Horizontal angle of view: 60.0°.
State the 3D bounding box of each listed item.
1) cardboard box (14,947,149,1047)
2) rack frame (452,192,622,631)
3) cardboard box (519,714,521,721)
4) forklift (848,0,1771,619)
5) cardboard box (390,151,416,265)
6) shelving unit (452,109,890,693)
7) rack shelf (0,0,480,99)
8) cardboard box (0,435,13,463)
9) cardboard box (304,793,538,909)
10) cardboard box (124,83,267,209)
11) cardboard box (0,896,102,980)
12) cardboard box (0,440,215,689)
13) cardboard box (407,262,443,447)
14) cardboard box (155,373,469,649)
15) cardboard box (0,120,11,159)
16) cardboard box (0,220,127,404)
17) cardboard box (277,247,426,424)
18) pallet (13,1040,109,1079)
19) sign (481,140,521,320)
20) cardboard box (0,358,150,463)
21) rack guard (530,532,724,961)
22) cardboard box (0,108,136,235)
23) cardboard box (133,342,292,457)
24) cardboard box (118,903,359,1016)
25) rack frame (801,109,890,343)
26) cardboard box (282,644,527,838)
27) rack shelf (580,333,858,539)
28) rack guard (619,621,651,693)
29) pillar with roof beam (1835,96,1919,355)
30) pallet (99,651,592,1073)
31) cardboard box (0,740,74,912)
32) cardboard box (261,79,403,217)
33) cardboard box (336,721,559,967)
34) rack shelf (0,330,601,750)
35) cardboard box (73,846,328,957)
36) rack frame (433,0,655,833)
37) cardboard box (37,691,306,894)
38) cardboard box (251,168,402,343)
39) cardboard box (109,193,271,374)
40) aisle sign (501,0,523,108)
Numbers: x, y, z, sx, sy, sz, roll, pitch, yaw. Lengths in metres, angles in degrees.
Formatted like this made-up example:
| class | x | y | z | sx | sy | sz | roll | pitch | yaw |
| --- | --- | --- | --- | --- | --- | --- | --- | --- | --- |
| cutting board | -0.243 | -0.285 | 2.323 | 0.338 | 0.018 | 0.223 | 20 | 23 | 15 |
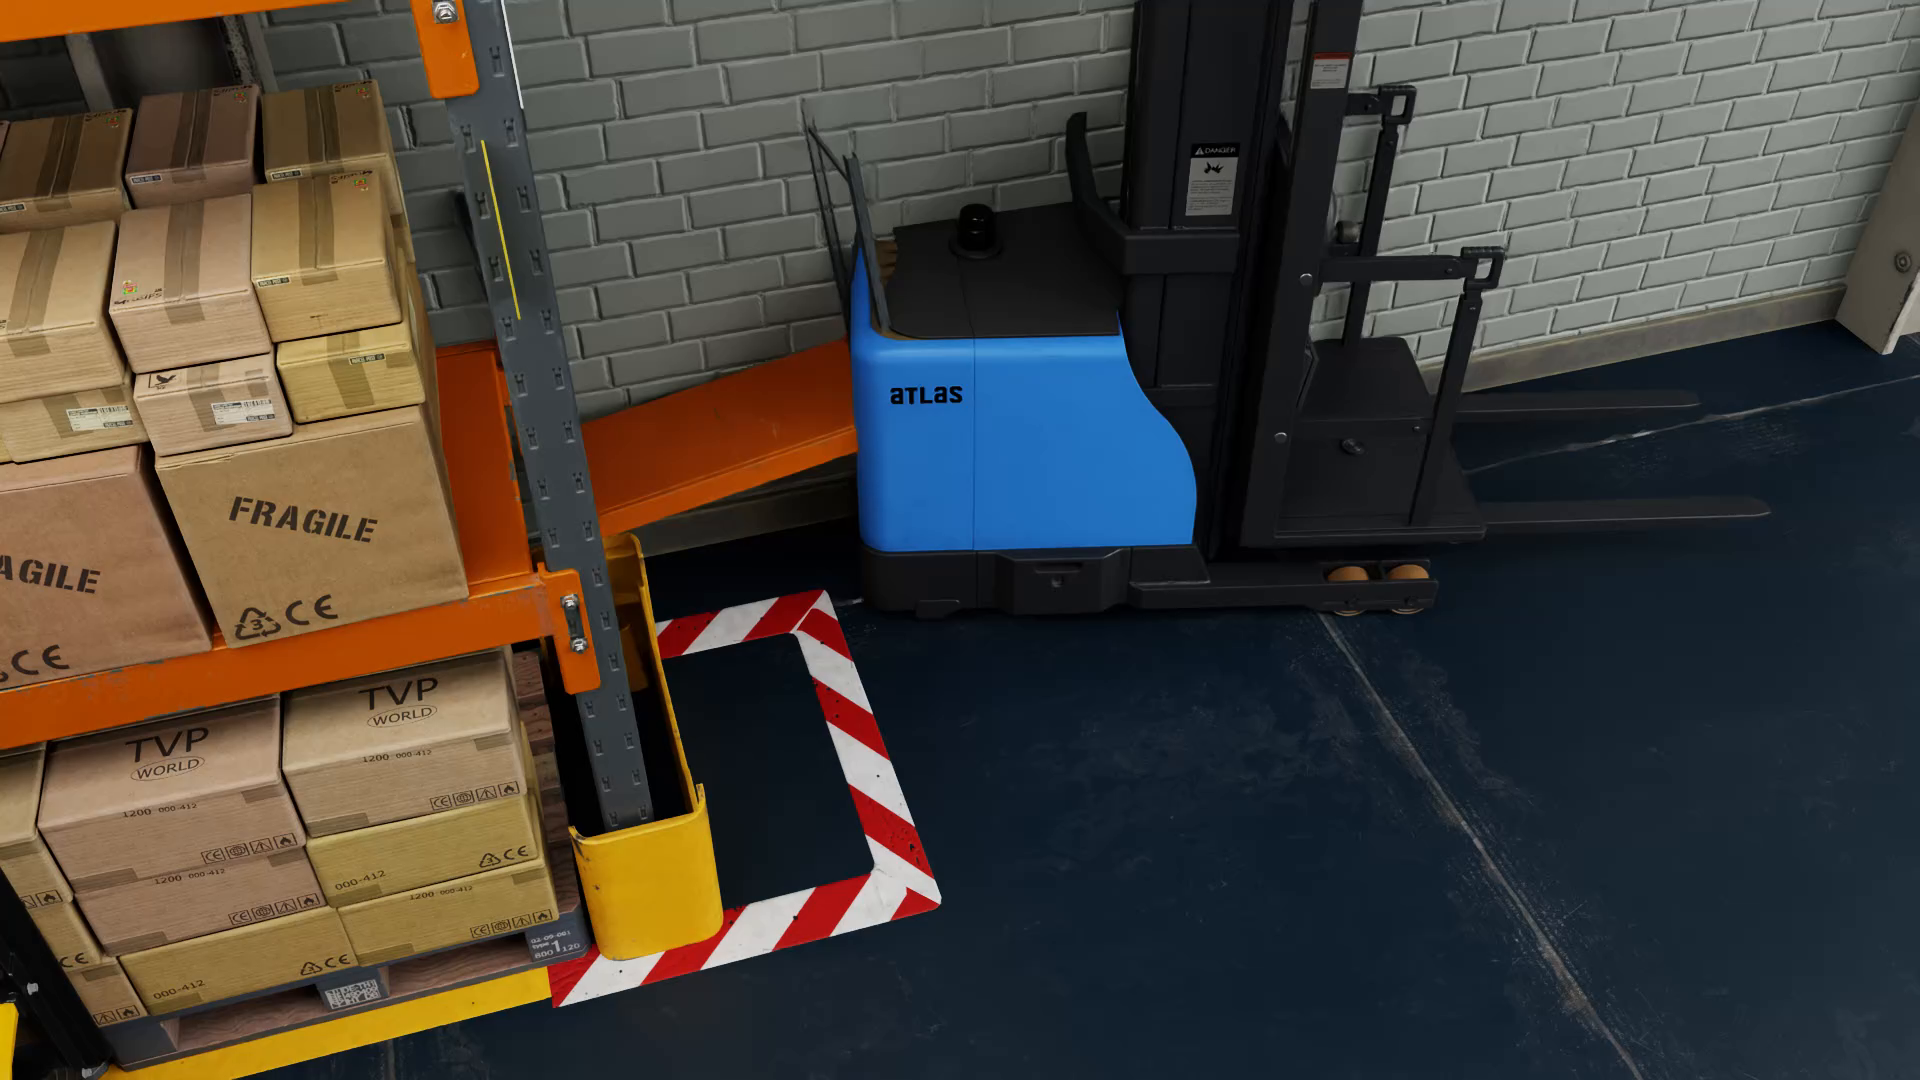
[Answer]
| class | x | y | z | sx | sy | sz | roll | pitch | yaw |
| --- | --- | --- | --- | --- | --- | --- | --- | --- | --- |
| cardboard box | -2.304 | 0.969 | 4.132 | 0.500 | 0.250 | 0.500 | -11 | 42 | -13 |
| rack frame | -1.213 | -0.262 | 4.943 | 0.032 | 1.500 | 0.500 | -20 | 41 | -11 |
| cardboard box | -1.521 | 0.466 | 4.707 | 0.500 | 0.250 | 0.500 | -12 | 42 | -13 |
| forklift | 1.165 | -1.204 | 4.900 | 3.031 | 2.935 | 1.130 | -2 | 41 | -2 |
| cardboard box | -1.395 | -0.763 | 3.774 | 0.250 | 0.149 | 0.380 | -13 | 43 | -14 |
| shelving unit | -0.752 | -0.427 | 5.039 | 1.083 | 1.500 | 0.587 | -20 | 41 | -11 |
| rack shelf | -2.901 | -0.849 | 2.708 | 4.000 | 0.370 | 1.077 | -12 | 42 | -13 |
| cardboard box | -1.981 | -0.299 | 3.243 | 0.250 | 0.149 | 0.380 | -12 | 43 | -13 |
| cardboard box | -1.364 | 0.596 | 4.178 | 0.500 | 0.250 | 0.500 | -12 | 43 | -14 |
| cardboard box | -1.651 | -0.834 | 3.629 | 0.250 | 0.149 | 0.380 | -10 | 42 | -12 |
| cardboard box | -2.332 | 0.804 | 3.941 | 0.500 | 0.250 | 0.500 | -13 | 43 | -14 |
| cardboard box | -1.882 | -0.064 | 3.468 | 0.500 | 0.500 | 0.500 | -10 | 42 | -12 |
| cardboard box | -1.550 | -0.499 | 3.966 | 0.500 | 0.500 | 0.500 | -10 | 42 | -12 |
| cardboard box | -1.384 | -0.161 | 3.578 | 0.500 | 0.500 | 0.500 | -13 | 43 | -14 |
| cardboard box | -2.126 | -0.716 | 3.494 | 0.250 | 0.149 | 0.380 | -11 | 42 | -13 |
| cardboard box | -1.739 | -0.439 | 3.178 | 0.250 | 0.149 | 0.380 | -11 | 42 | -12 |
| cardboard box | -1.240 | -0.423 | 3.385 | 0.250 | 0.149 | 0.380 | -11 | 42 | -12 |
| pallet | -2.872 | 1.081 | 4.352 | 1.213 | 0.211 | 1.003 | -12 | 42 | -13 |
| sign | -0.844 | -0.567 | 3.059 | 0.005 | 0.325 | 0.100 | -12 | 42 | -13 |
| cardboard box | -1.741 | -0.341 | 3.291 | 0.250 | 0.149 | 0.380 | -11 | 42 | -12 |
| rack guard | -0.971 | 0.551 | 4.739 | 0.348 | 0.500 | 1.175 | -12 | 42 | -13 |
| cardboard box | -1.885 | -0.755 | 3.540 | 0.250 | 0.149 | 0.380 | -11 | 42 | -12 |
| cardboard box | -1.475 | -0.354 | 3.306 | 0.250 | 0.149 | 0.380 | -11 | 42 | -12 |
| cardboard box | -1.824 | 0.876 | 4.239 | 0.500 | 0.250 | 0.500 | -12 | 42 | -13 |
| rack frame | -0.274 | -0.599 | 5.139 | 0.032 | 1.500 | 0.500 | -20 | 41 | -11 |
| cardboard box | -1.339 | 0.402 | 4.020 | 0.500 | 0.250 | 0.500 | -10 | 42 | -12 |
| rack shelf | -0.719 | -0.294 | 5.156 | 1.000 | 0.185 | 0.538 | -20 | 41 | -11 |
| rack guard | -1.126 | 0.211 | 5.343 | 0.087 | 0.250 | 0.587 | -20 | 41 | -11 |
| pillar with roof beam | 5.088 | -1.557 | 0.692 | 0.400 | 9.000 | 9.100 | -12 | 42 | -13 |
| pallet | -1.711 | 0.842 | 4.625 | 1.213 | 0.211 | 1.003 | -12 | 42 | -13 |
| cardboard box | -2.303 | 0.613 | 3.779 | 0.500 | 0.250 | 0.500 | -11 | 42 | -13 |
| cardboard box | -1.378 | -0.847 | 3.644 | 0.250 | 0.149 | 0.380 | -12 | 43 | -14 |
| cardboard box | -1.347 | 0.783 | 4.344 | 0.500 | 0.250 | 0.500 | -11 | 42 | -13 |
| rack shelf | -2.901 | 0.281 | 3.695 | 4.000 | 0.370 | 1.077 | -12 | 42 | -13 |
| cardboard box | -1.846 | 0.689 | 4.073 | 0.500 | 0.250 | 0.500 | -12 | 43 | -13 |
| rack frame | -0.994 | -0.385 | 3.911 | 0.127 | 3.000 | 1.000 | -12 | 42 | -13 |
| cardboard box | -1.824 | 0.507 | 3.901 | 0.500 | 0.250 | 0.500 | -11 | 42 | -12 |
| cardboard box | -1.272 | -0.576 | 3.335 | 0.250 | 0.149 | 0.380 | -12 | 42 | -13 |
| cardboard box | -1.498 | -0.508 | 3.256 | 0.250 | 0.149 | 0.380 | -12 | 42 | -13 |
| aisle sign | -0.843 | -1.193 | 2.860 | 0.004 | 0.787 | 0.394 | -12 | 42 | -13 |
